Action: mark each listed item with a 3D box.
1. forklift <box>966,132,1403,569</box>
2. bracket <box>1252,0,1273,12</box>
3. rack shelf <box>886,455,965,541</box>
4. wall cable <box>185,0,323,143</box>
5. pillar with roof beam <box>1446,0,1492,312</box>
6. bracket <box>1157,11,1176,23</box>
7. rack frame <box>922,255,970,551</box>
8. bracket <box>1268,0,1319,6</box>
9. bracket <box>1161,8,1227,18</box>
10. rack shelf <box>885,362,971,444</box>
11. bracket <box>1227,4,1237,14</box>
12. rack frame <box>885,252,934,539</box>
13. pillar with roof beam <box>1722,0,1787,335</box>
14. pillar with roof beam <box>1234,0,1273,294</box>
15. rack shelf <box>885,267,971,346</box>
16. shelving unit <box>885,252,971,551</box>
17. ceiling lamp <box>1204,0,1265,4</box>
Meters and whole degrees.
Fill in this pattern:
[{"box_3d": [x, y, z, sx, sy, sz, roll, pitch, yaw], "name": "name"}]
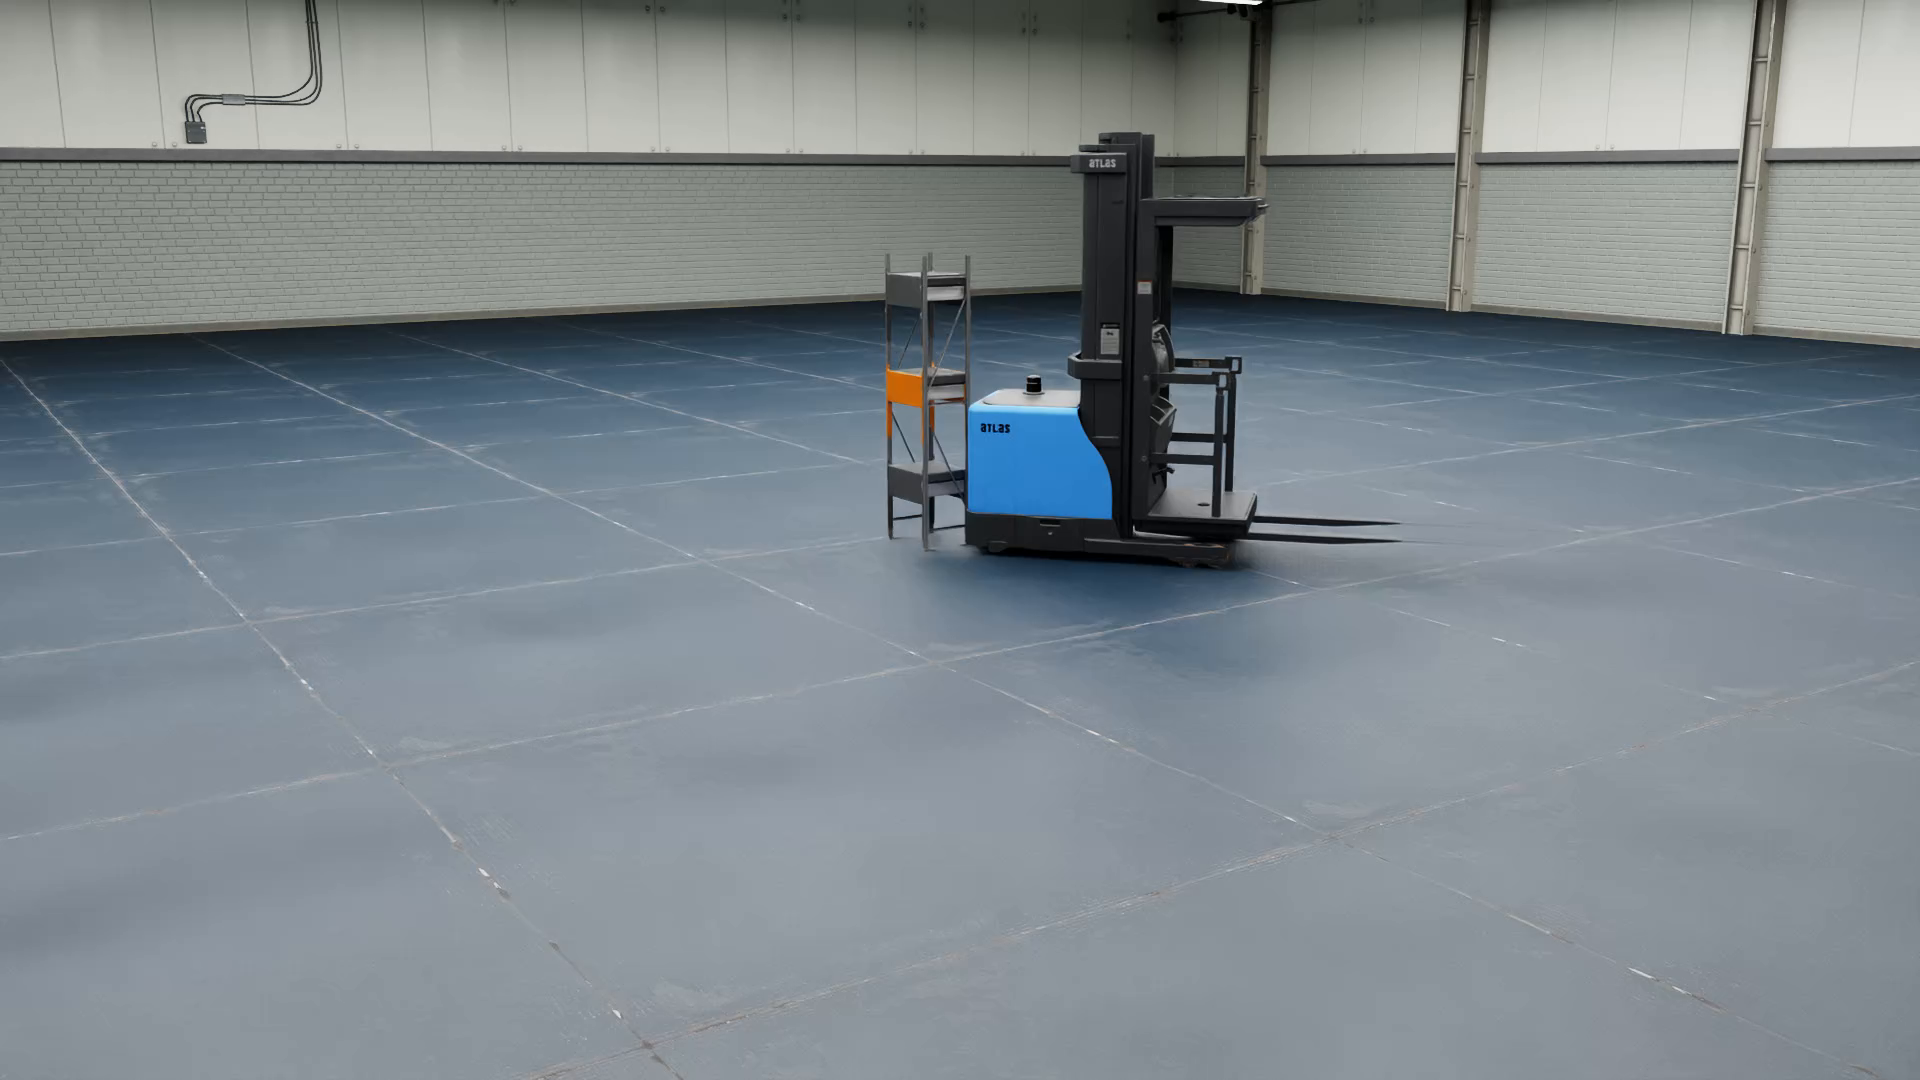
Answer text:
[{"box_3d": [1.618, -1.357, 11.704, 3.031, 2.935, 1.130, 3, 13, 14], "name": "forklift"}, {"box_3d": [6.636, -11.714, 36.440, 0.235, 0.232, 0.430, -8, 15, -33], "name": "bracket"}, {"box_3d": [-0.232, -0.316, 12.231, 0.431, 0.518, 0.480, -8, 15, -33], "name": "rack shelf"}, {"box_3d": [-12.141, -9.806, 28.179, 2.305, 6.003, 0.169, -8, 15, -33], "name": "wall cable"}, {"box_3d": [6.442, -8.495, 30.145, 9.100, 9.000, 0.400, -8, 15, -33], "name": "pillar with roof beam"}, {"box_3d": [4.863, -12.284, 39.043, 0.235, 0.232, 0.430, -8, 15, -33], "name": "bracket"}, {"box_3d": [-0.096, -0.970, 11.881, 0.400, 2.100, 0.015, -8, 15, -33], "name": "rack frame"}, {"box_3d": [8.064, -11.256, 34.345, 0.076, 0.066, 4.783, -8, 15, -33], "name": "bracket"}, {"box_3d": [5.191, -12.178, 38.562, 0.076, 0.066, 3.189, -8, 15, -33], "name": "bracket"}, {"box_3d": [-0.232, -1.000, 12.082, 0.431, 0.518, 0.480, -8, 15, -33], "name": "rack shelf"}, {"box_3d": [6.176, -11.862, 37.115, 0.235, 0.232, 0.430, -8, 15, -33], "name": "bracket"}, {"box_3d": [-0.369, -1.056, 12.276, 0.400, 2.100, 0.015, -8, 15, -33], "name": "rack frame"}, {"box_3d": [9.767, -7.428, 25.265, 9.100, 9.000, 0.400, -8, 15, -33], "name": "pillar with roof beam"}, {"box_3d": [3.118, -9.562, 35.024, 9.100, 9.000, 0.548, -8, 15, -33], "name": "pillar with roof beam"}, {"box_3d": [-0.232, -1.683, 11.932, 0.431, 0.518, 0.480, -8, 15, -33], "name": "rack shelf"}, {"box_3d": [-0.232, -1.013, 12.079, 0.431, 2.100, 0.503, -8, 15, -33], "name": "shelving unit"}, {"box_3d": [4.713, -11.649, 30.903, 2.000, 3.185, 0.800, -8, 15, -33], "name": "ceiling lamp"}]
